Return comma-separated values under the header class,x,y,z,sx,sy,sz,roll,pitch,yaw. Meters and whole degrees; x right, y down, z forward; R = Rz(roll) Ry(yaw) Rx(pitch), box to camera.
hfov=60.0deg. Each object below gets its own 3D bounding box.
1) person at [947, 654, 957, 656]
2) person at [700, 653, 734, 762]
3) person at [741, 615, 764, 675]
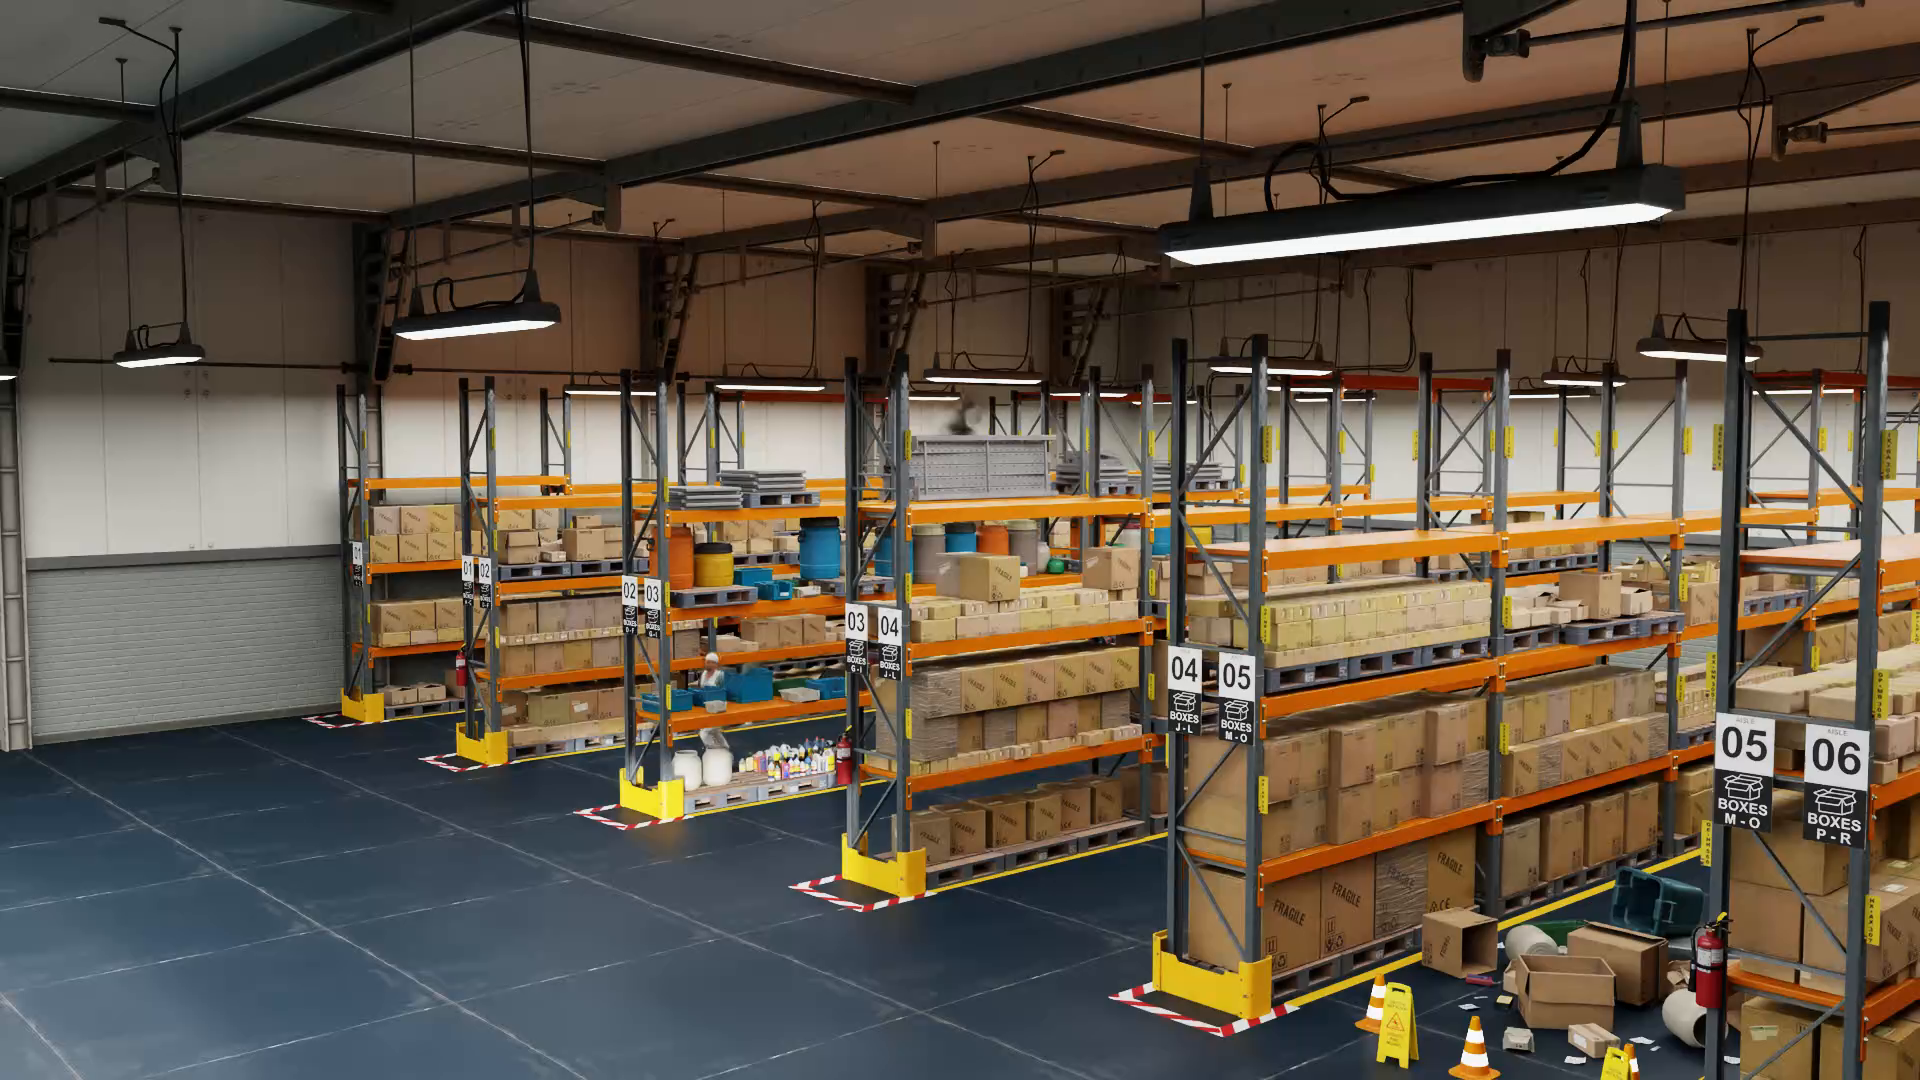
class,x,y,z,sx,sy,sz,roll,pitch,yaw
person,-0.176,2.359,29.304,0.667,1.750,0.915,4,5,44
person,-3.776,2.624,25.303,0.749,1.825,0.635,-3,5,-40
person,-3.952,2.258,31.576,0.564,1.668,0.561,-3,5,-37
